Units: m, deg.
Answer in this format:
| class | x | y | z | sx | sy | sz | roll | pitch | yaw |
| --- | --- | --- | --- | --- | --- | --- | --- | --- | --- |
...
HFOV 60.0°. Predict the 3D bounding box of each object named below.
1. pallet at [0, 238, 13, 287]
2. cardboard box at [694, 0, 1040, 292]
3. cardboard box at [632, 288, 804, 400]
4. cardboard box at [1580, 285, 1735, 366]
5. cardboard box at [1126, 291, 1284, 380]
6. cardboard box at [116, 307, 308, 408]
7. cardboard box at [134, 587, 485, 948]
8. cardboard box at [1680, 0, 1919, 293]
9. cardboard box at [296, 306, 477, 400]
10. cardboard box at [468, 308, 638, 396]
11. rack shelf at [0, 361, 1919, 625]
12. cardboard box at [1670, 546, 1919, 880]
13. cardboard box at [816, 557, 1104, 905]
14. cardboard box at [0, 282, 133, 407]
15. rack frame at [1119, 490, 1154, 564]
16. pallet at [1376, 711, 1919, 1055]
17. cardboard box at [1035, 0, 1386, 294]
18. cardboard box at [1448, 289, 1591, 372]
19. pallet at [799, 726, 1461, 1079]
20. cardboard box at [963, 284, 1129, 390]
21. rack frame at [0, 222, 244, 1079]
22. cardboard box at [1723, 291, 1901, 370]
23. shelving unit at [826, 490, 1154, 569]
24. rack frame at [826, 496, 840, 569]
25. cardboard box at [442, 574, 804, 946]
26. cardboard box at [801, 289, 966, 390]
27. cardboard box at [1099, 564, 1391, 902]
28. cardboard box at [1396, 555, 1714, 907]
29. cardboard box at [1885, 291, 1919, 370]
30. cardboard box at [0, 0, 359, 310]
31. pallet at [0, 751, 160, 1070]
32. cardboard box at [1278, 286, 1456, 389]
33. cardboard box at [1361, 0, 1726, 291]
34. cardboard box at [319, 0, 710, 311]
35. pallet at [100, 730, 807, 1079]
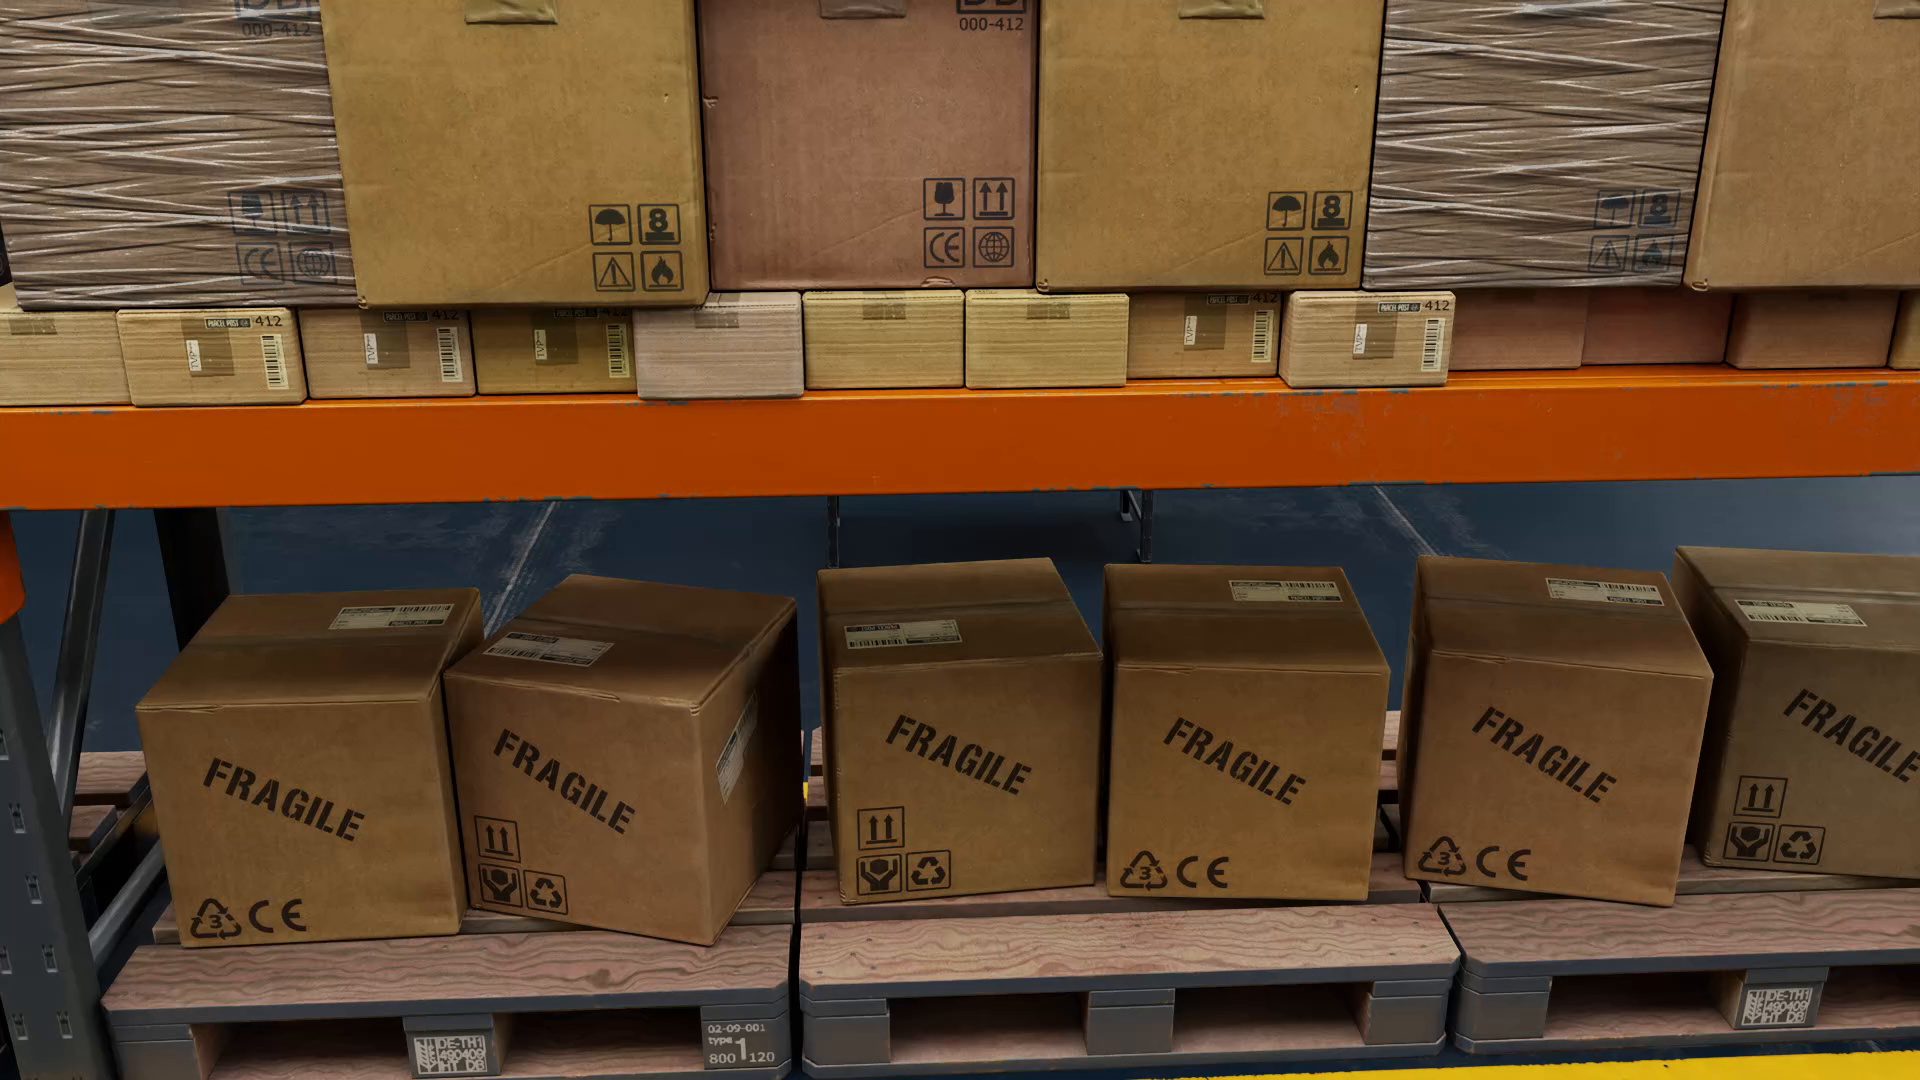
| class | x | y | z | sx | sy | sz | roll | pitch | yaw |
| --- | --- | --- | --- | --- | --- | --- | --- | --- | --- |
| pallet | -2.376 | -0.501 | 2.991 | 1.213 | 0.211 | 1.003 | -1 | 21 | -3 |
| cardboard box | -0.158 | -0.771 | 2.872 | 0.500 | 0.500 | 0.875 | -1 | 21 | -3 |
| cardboard box | -0.374 | -0.349 | 2.675 | 0.250 | 0.149 | 0.380 | -1 | 21 | -3 |
| cardboard box | 1.117 | -0.421 | 2.864 | 0.250 | 0.149 | 0.380 | -1 | 21 | -3 |
| cardboard box | 0.370 | -0.391 | 2.785 | 0.250 | 0.149 | 0.380 | -1 | 21 | -3 |
| cardboard box | -1.123 | -0.335 | 2.638 | 0.250 | 0.149 | 0.380 | -1 | 21 | -3 |
| cardboard box | -1.204 | 0.424 | 3.216 | 0.500 | 0.500 | 0.500 | -2 | 21 | -5 |
| cardboard box | 1.345 | -0.767 | 2.862 | 0.500 | 0.500 | 0.875 | -1 | 21 | -3 |
| cardboard box | -0.875 | -0.350 | 2.678 | 0.250 | 0.149 | 0.380 | -1 | 21 | -3 |
| cardboard box | -0.626 | -0.358 | 2.700 | 0.250 | 0.149 | 0.380 | -1 | 21 | -3 |
| rack shelf | 0.392 | -0.259 | 3.096 | 4.000 | 0.370 | 1.077 | -1 | 21 | -3 |
| cardboard box | 1.764 | 0.343 | 3.427 | 0.500 | 0.500 | 0.500 | 3 | 21 | 7 |
| cardboard box | -0.017 | 0.369 | 3.360 | 0.500 | 0.500 | 0.500 | -3 | 21 | -8 |
| cardboard box | -1.373 | -0.335 | 2.637 | 0.250 | 0.149 | 0.380 | -1 | 21 | -3 |
| rack frame | 0.593 | -0.713 | 5.386 | 0.032 | 1.500 | 0.500 | -1 | 21 | -3 |
| pallet | 1.499 | 0.673 | 3.557 | 1.213 | 0.211 | 1.003 | -1 | 21 | -3 |
| cardboard box | 0.344 | -0.766 | 2.860 | 0.500 | 0.500 | 0.875 | -1 | 21 | -3 |
| cardboard box | 0.869 | -0.408 | 2.830 | 0.250 | 0.149 | 0.380 | -1 | 21 | -3 |
| pallet | 0.284 | 0.697 | 3.495 | 1.213 | 0.211 | 1.003 | -1 | 21 | -3 |
| cardboard box | 0.123 | -0.370 | 2.730 | 0.250 | 0.149 | 0.380 | -1 | 21 | -3 |
| rack frame | -1.605 | -0.554 | 2.862 | 0.127 | 3.000 | 1.000 | -1 | 21 | -3 |
| cardboard box | 1.369 | -0.411 | 2.839 | 0.250 | 0.149 | 0.380 | -1 | 21 | -3 |
| shelving unit | 0.085 | -0.703 | 5.359 | 1.048 | 1.500 | 0.538 | -1 | 21 | -3 |
| rack frame | -0.422 | -0.692 | 5.332 | 0.032 | 1.500 | 0.500 | -1 | 21 | -3 |
| cardboard box | -0.632 | 0.409 | 3.253 | 0.500 | 0.500 | 0.500 | 5 | 22 | 14 |
| cardboard box | -0.127 | -0.369 | 2.727 | 0.250 | 0.149 | 0.380 | -1 | 21 | -3 |
| cardboard box | 0.543 | 0.373 | 3.348 | 0.500 | 0.500 | 0.500 | 1 | 21 | 2 |
| cardboard box | 1.169 | 0.367 | 3.364 | 0.500 | 0.500 | 0.500 | 4 | 21 | 11 |
| cardboard box | 1.619 | -0.411 | 2.838 | 0.250 | 0.149 | 0.380 | -1 | 21 | -3 |
| cardboard box | -1.152 | -0.727 | 2.757 | 0.500 | 0.500 | 0.875 | -1 | 21 | -3 |
| pallet | -2.382 | 0.765 | 3.315 | 1.213 | 0.211 | 1.003 | -1 | 21 | -3 |
| cardboard box | 0.624 | -0.371 | 2.734 | 0.250 | 0.149 | 0.380 | -1 | 21 | -3 |
| cardboard box | 0.844 | -0.772 | 2.876 | 0.500 | 0.500 | 0.875 | -1 | 21 | -3 |
| cardboard box | -0.651 | -0.725 | 2.751 | 0.500 | 0.500 | 0.875 | -1 | 21 | -3 |
| pallet | -0.937 | 0.723 | 3.427 | 1.213 | 0.211 | 1.003 | -1 | 21 | -3 |
